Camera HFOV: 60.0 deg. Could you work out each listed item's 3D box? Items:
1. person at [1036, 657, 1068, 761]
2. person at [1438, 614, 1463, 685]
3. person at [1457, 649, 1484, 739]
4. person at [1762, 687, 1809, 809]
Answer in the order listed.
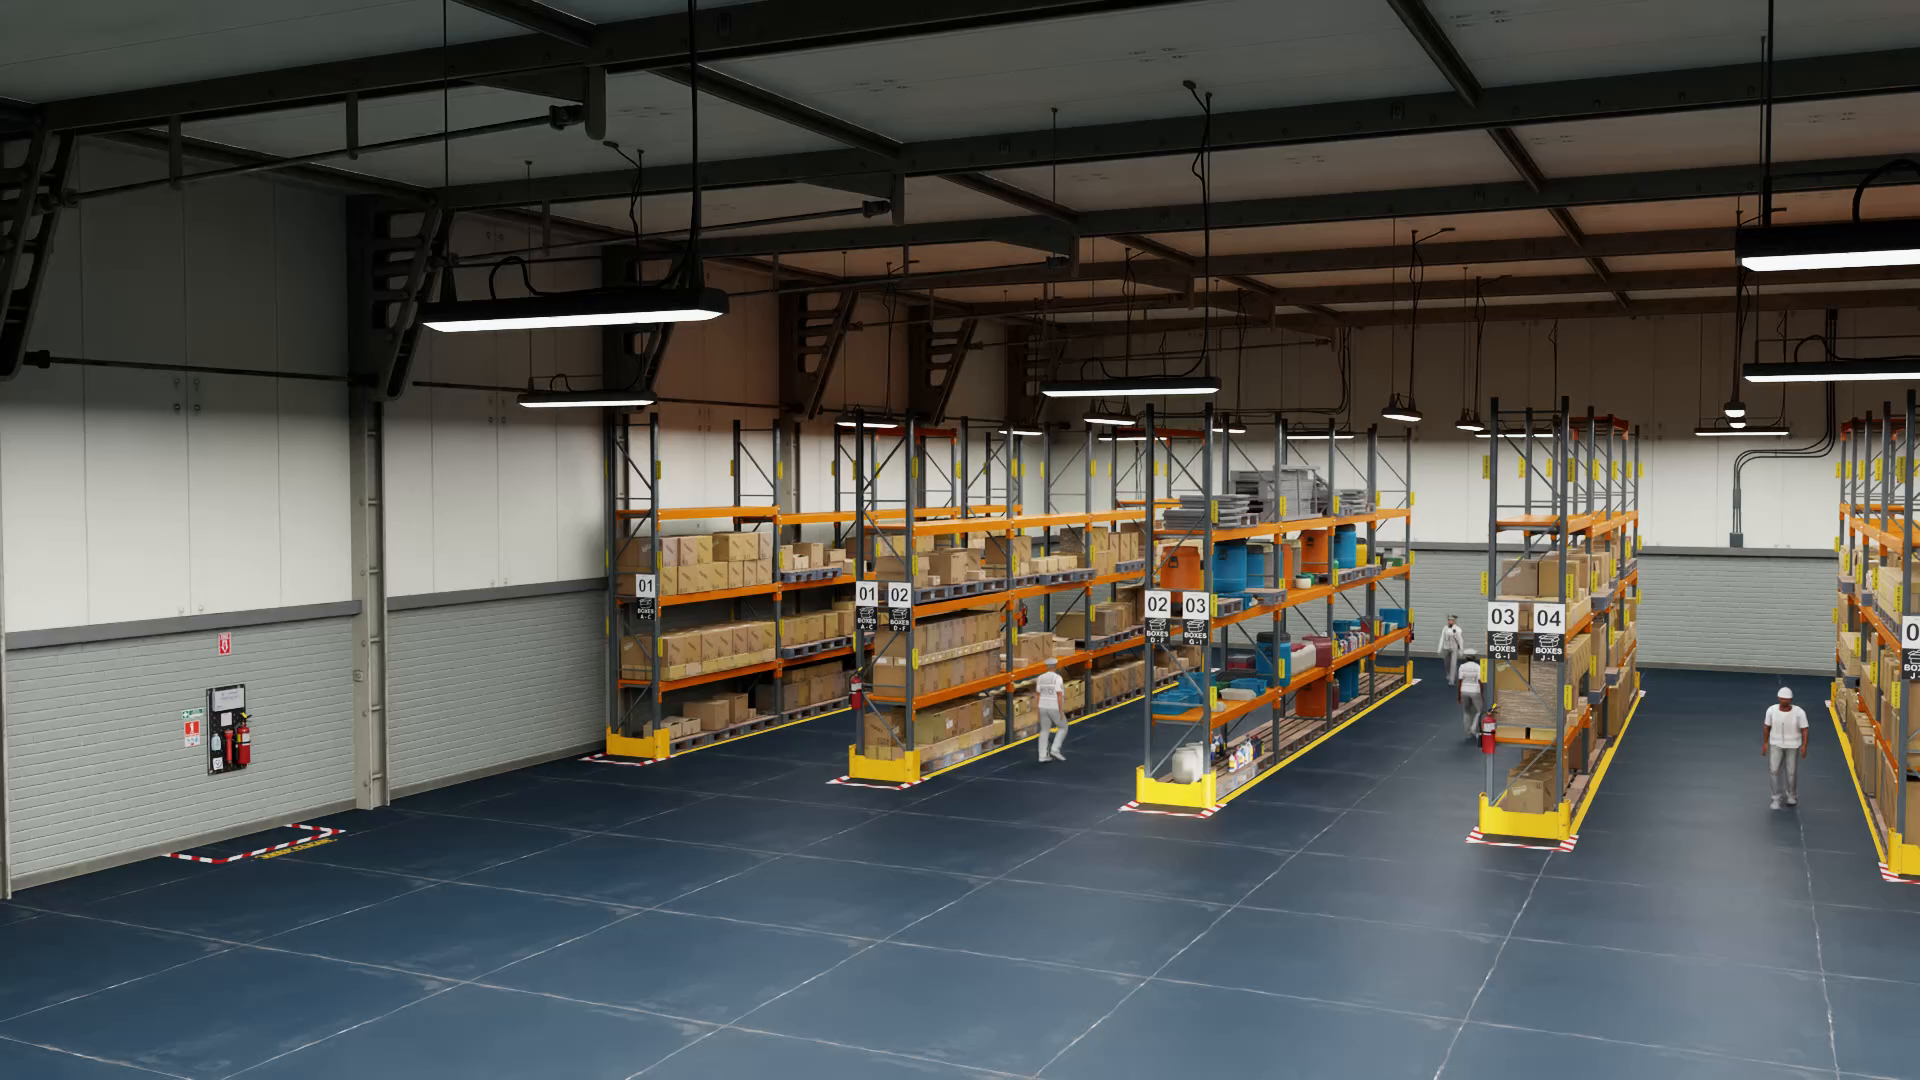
[{"bbox_3d":[1.552,2.919,28.568,0.583,1.767,0.525,2,3,38],"label":"person"},{"bbox_3d":[11.476,2.534,38.843,0.548,1.622,1.049,1,3,25],"label":"person"},{"bbox_3d":[9.499,2.870,30.902,0.502,1.677,0.518,1,3,26],"label":"person"},{"bbox_3d":[12.267,3.086,24.732,0.642,1.791,0.641,2,3,37],"label":"person"}]
